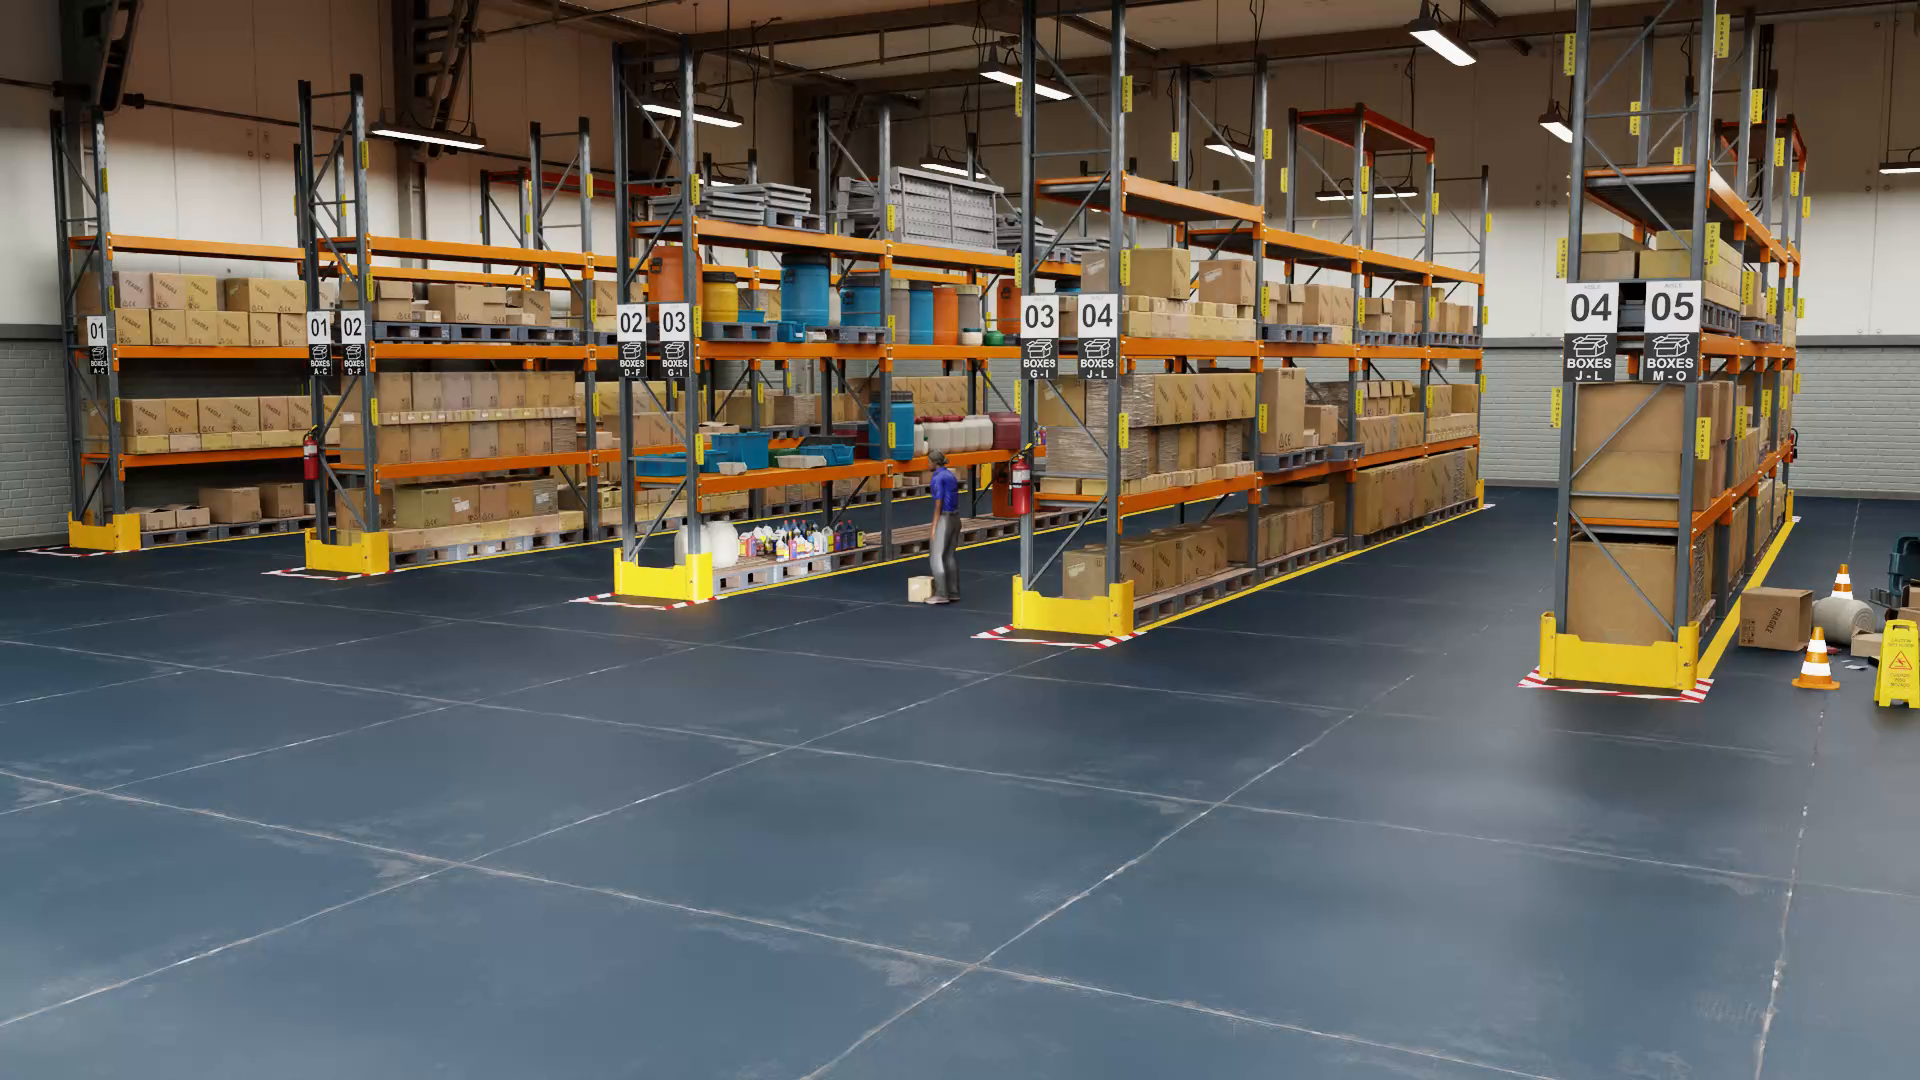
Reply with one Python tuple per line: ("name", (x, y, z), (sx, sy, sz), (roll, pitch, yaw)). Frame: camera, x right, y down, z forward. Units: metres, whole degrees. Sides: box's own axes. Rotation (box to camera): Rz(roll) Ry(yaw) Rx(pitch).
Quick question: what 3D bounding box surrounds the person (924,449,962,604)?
("person", (-0.178, -0.153, 17.841), (0.350, 1.653, 0.527), (3, 7, 25))
